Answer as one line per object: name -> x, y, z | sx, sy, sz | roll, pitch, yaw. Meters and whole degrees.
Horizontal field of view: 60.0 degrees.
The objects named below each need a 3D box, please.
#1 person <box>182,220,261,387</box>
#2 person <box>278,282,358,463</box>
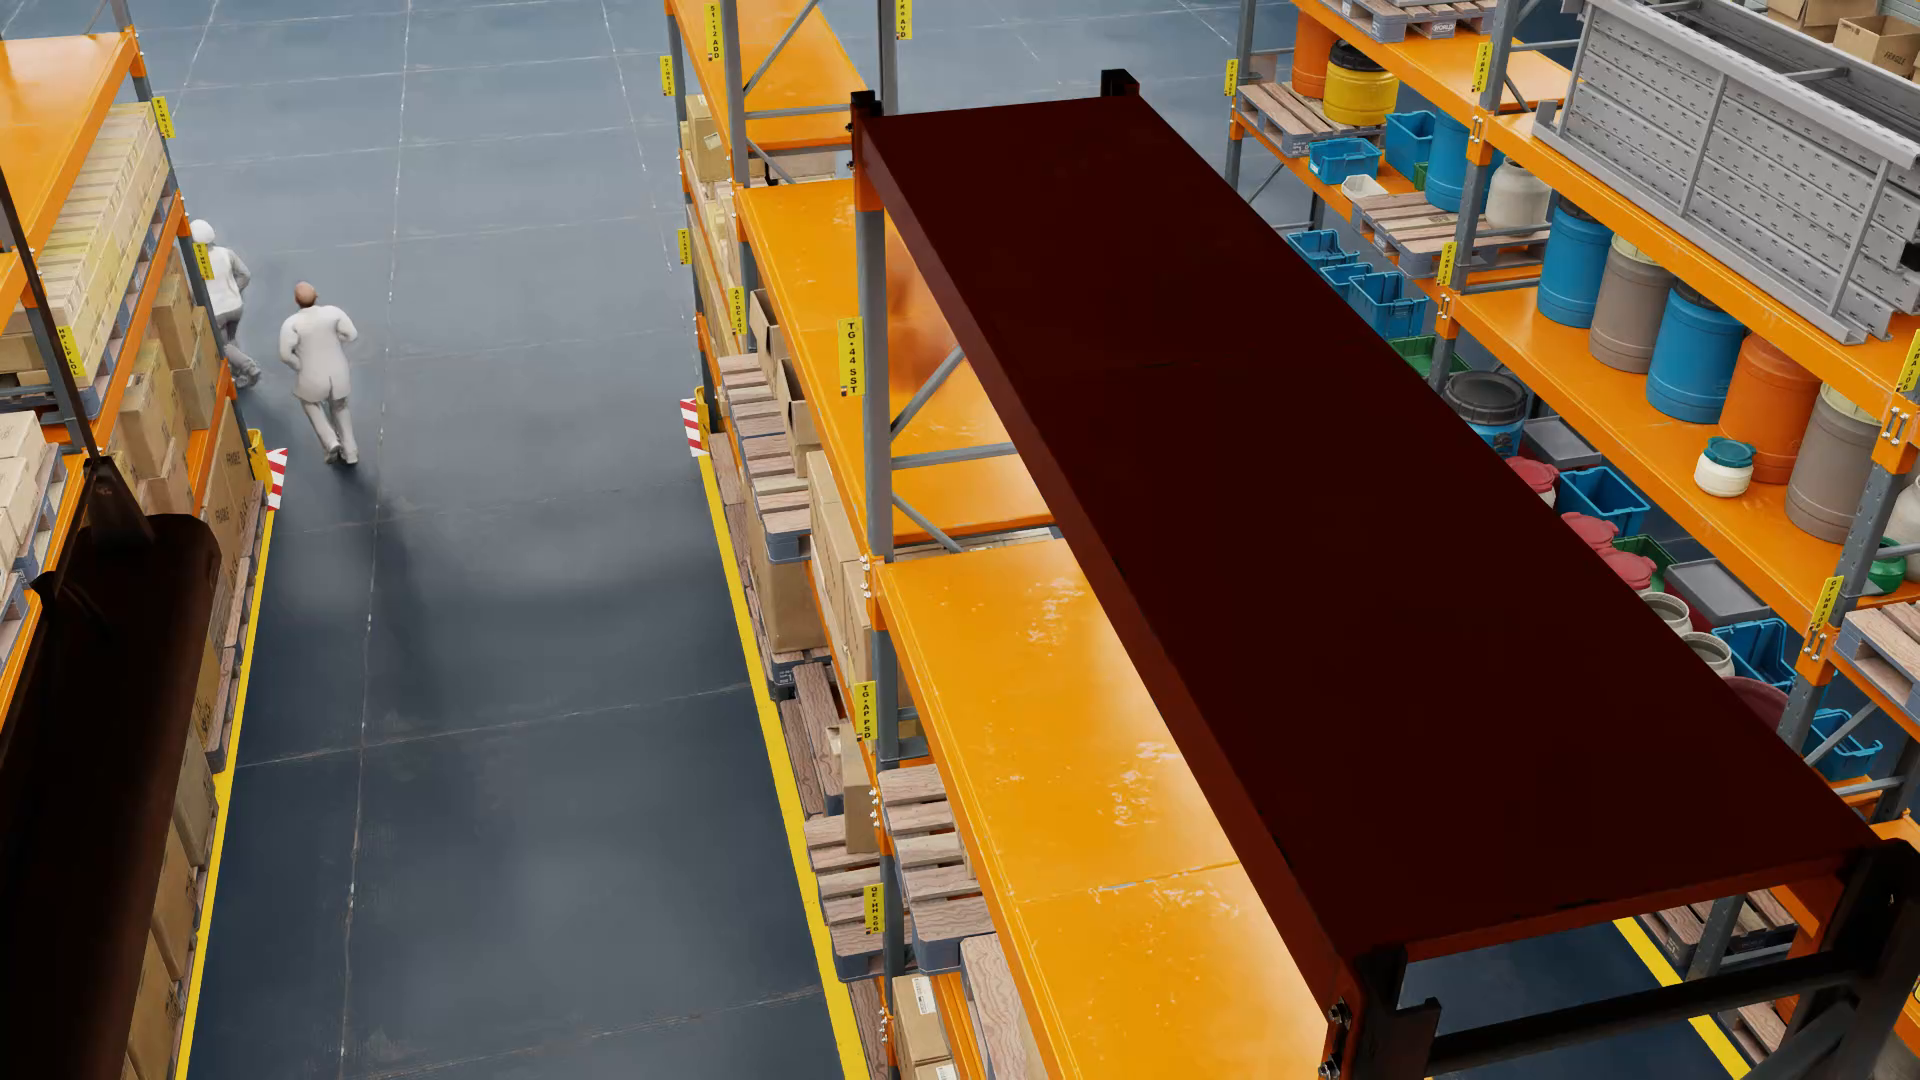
person -> -6.956, -2.159, 15.704 | 0.747, 1.765, 0.678 | 25, 42, 32
person -> -5.678, -1.495, 14.743 | 0.724, 1.781, 0.610 | -24, 41, -30
